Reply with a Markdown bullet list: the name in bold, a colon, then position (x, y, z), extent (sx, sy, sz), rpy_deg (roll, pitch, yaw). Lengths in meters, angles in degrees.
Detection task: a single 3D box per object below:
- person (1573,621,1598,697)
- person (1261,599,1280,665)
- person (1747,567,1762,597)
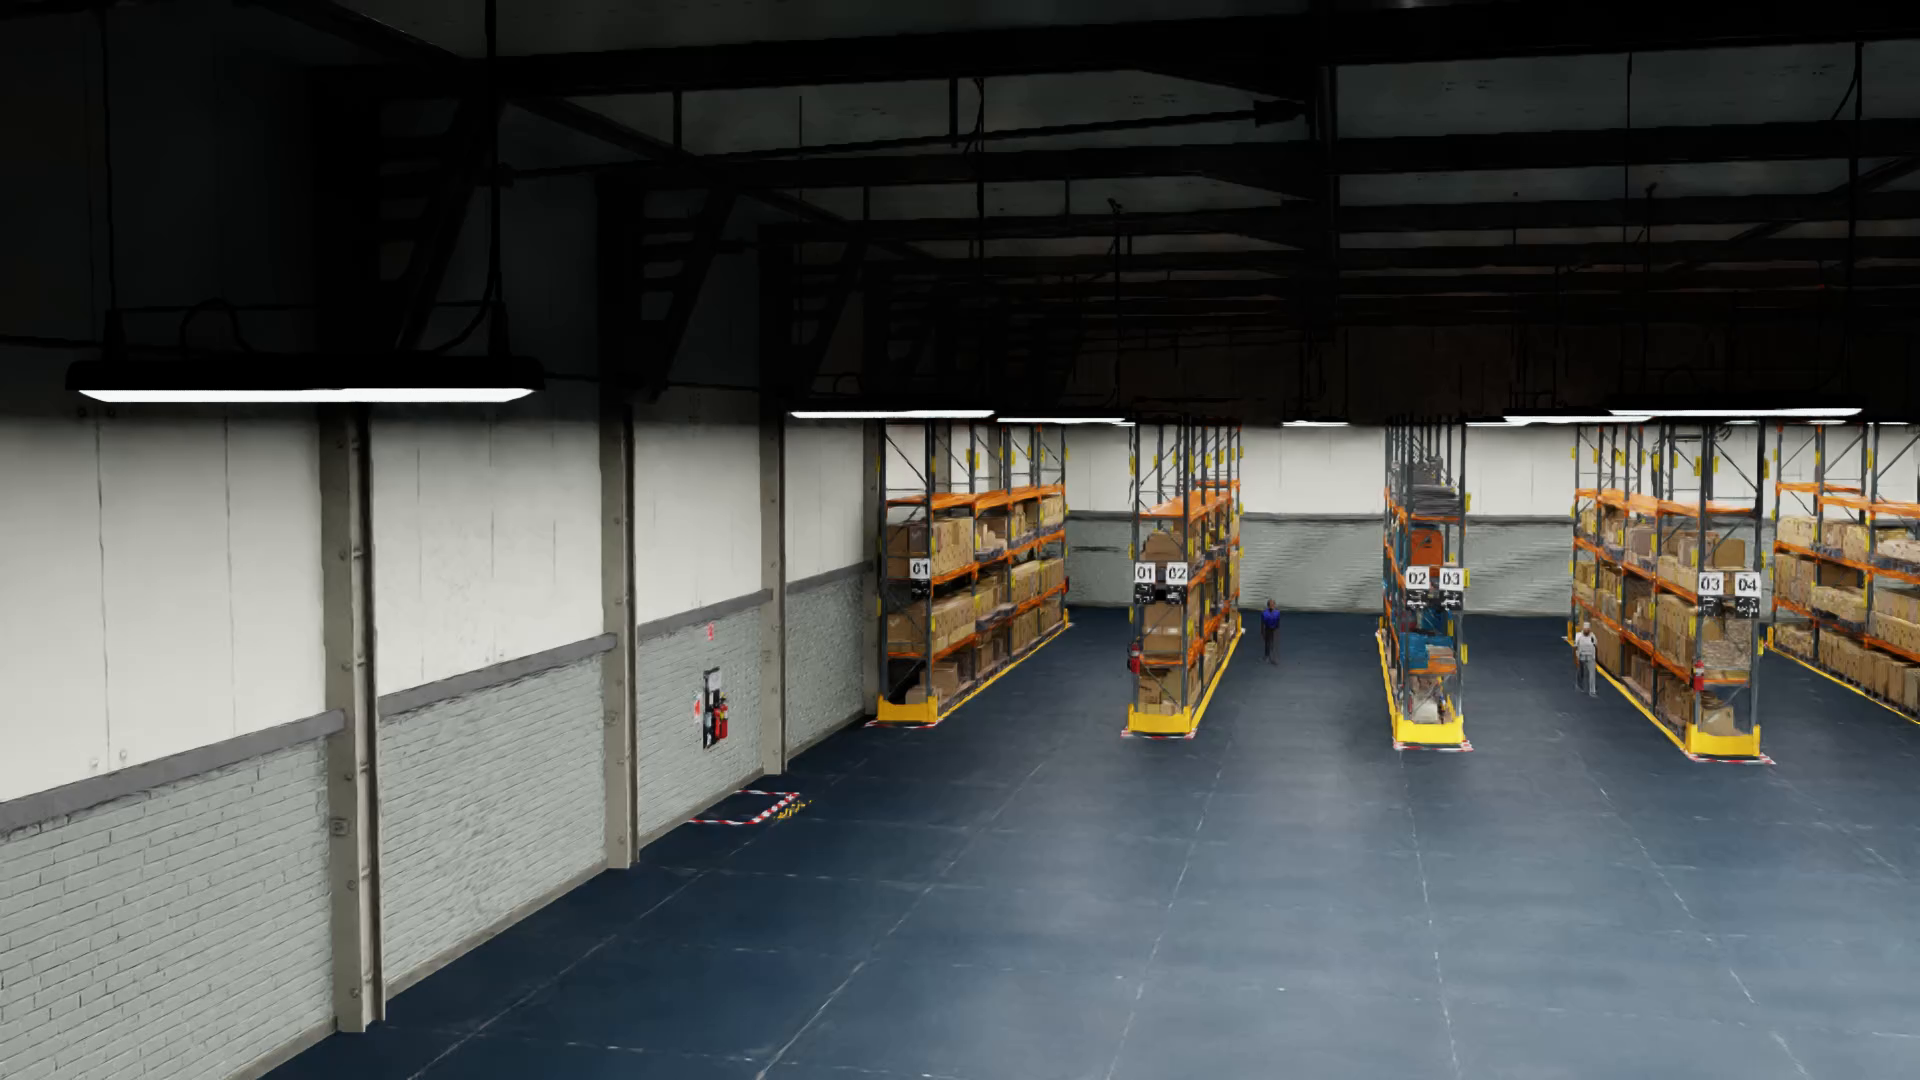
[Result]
- **person**: position (13.356, 2.517, 35.504), extent (0.497, 1.583, 1.090), rpy_deg (1, 4, 15)
- **person**: position (7.519, 2.195, 40.247), extent (0.450, 1.572, 1.089), rpy_deg (1, 4, 10)
- **person**: position (22.666, 1.629, 47.708), extent (0.604, 1.735, 1.018), rpy_deg (2, 4, 28)
